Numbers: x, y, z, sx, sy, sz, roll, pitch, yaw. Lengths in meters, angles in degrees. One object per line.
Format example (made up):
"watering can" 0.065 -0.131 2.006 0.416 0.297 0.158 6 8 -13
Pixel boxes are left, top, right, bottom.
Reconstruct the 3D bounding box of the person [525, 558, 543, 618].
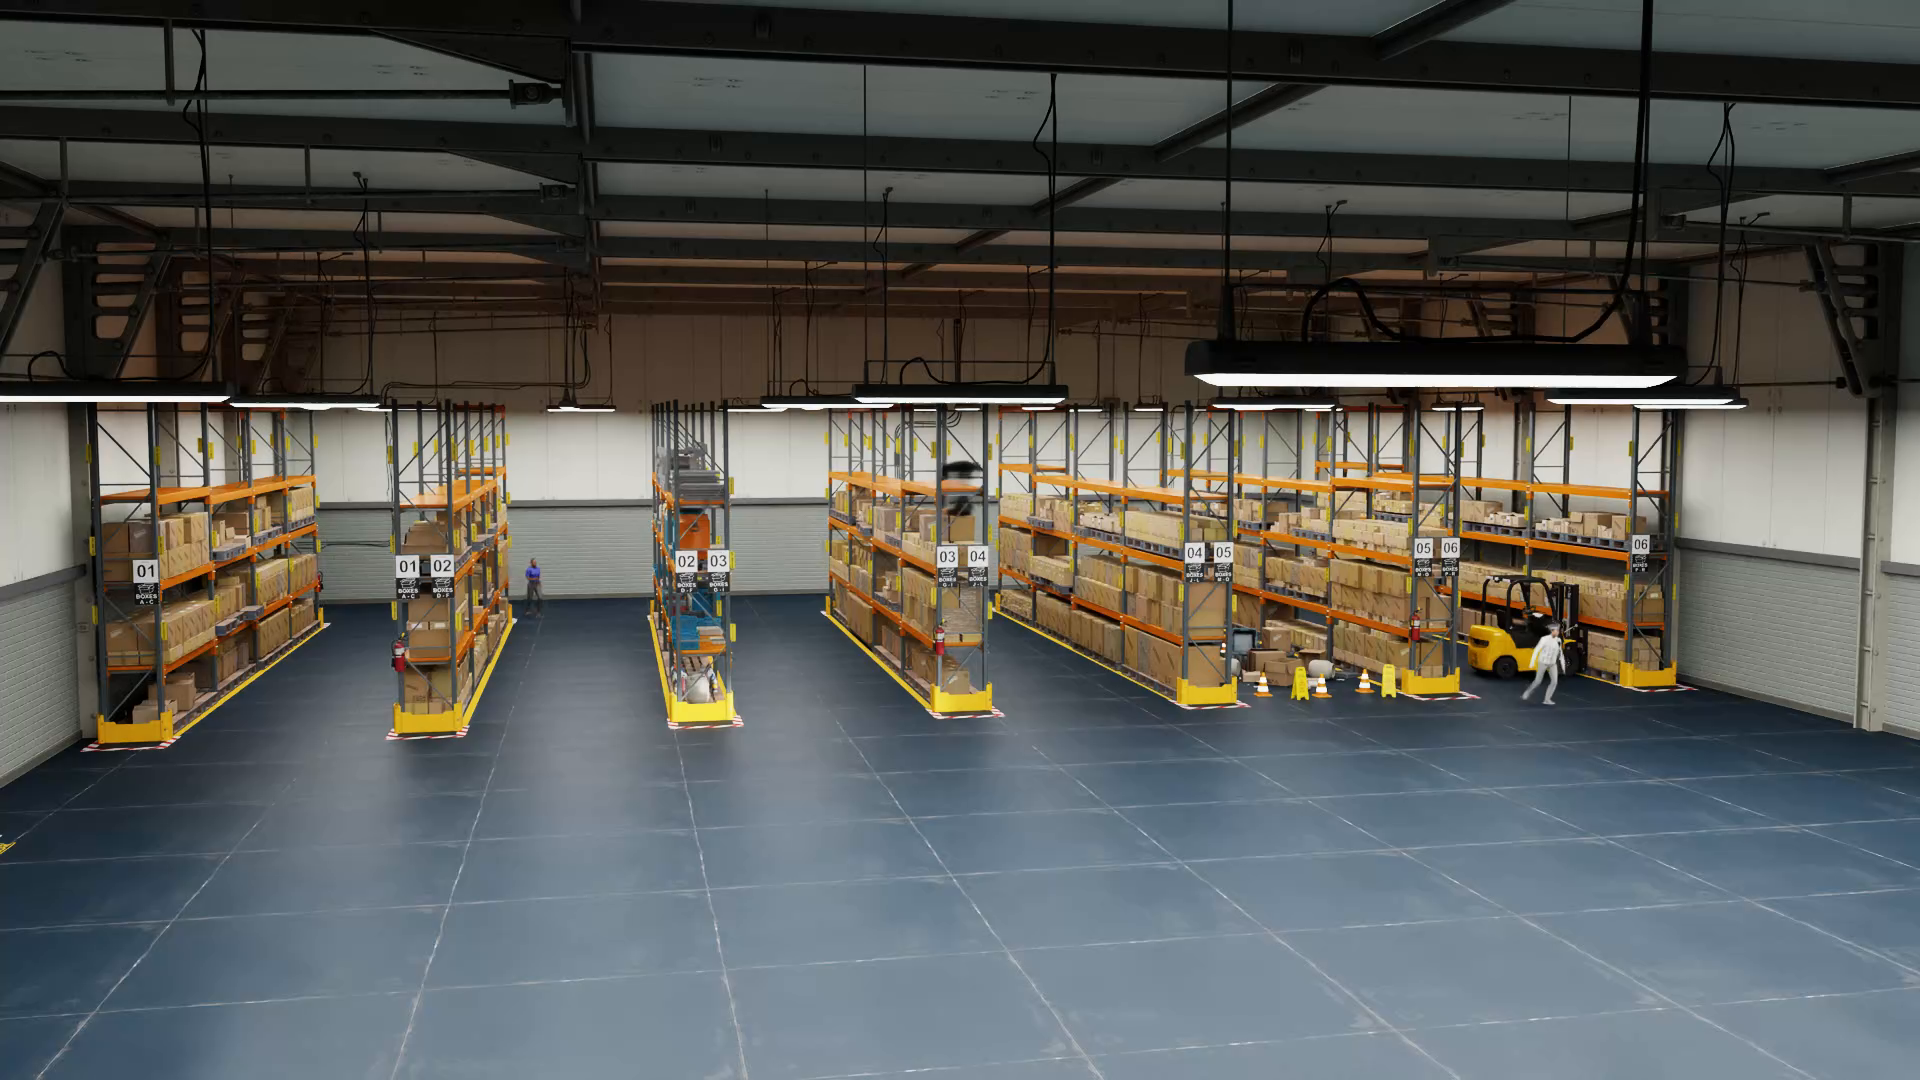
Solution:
"person" -12.044 1.361 47.000 0.537 1.711 0.831 -4 6 -39

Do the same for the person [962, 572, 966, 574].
"person" -0.193 1.243 48.553 0.880 1.670 0.693 2 5 28

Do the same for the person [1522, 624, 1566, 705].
"person" 11.557 2.431 32.922 0.681 1.618 0.681 -1 5 -17
